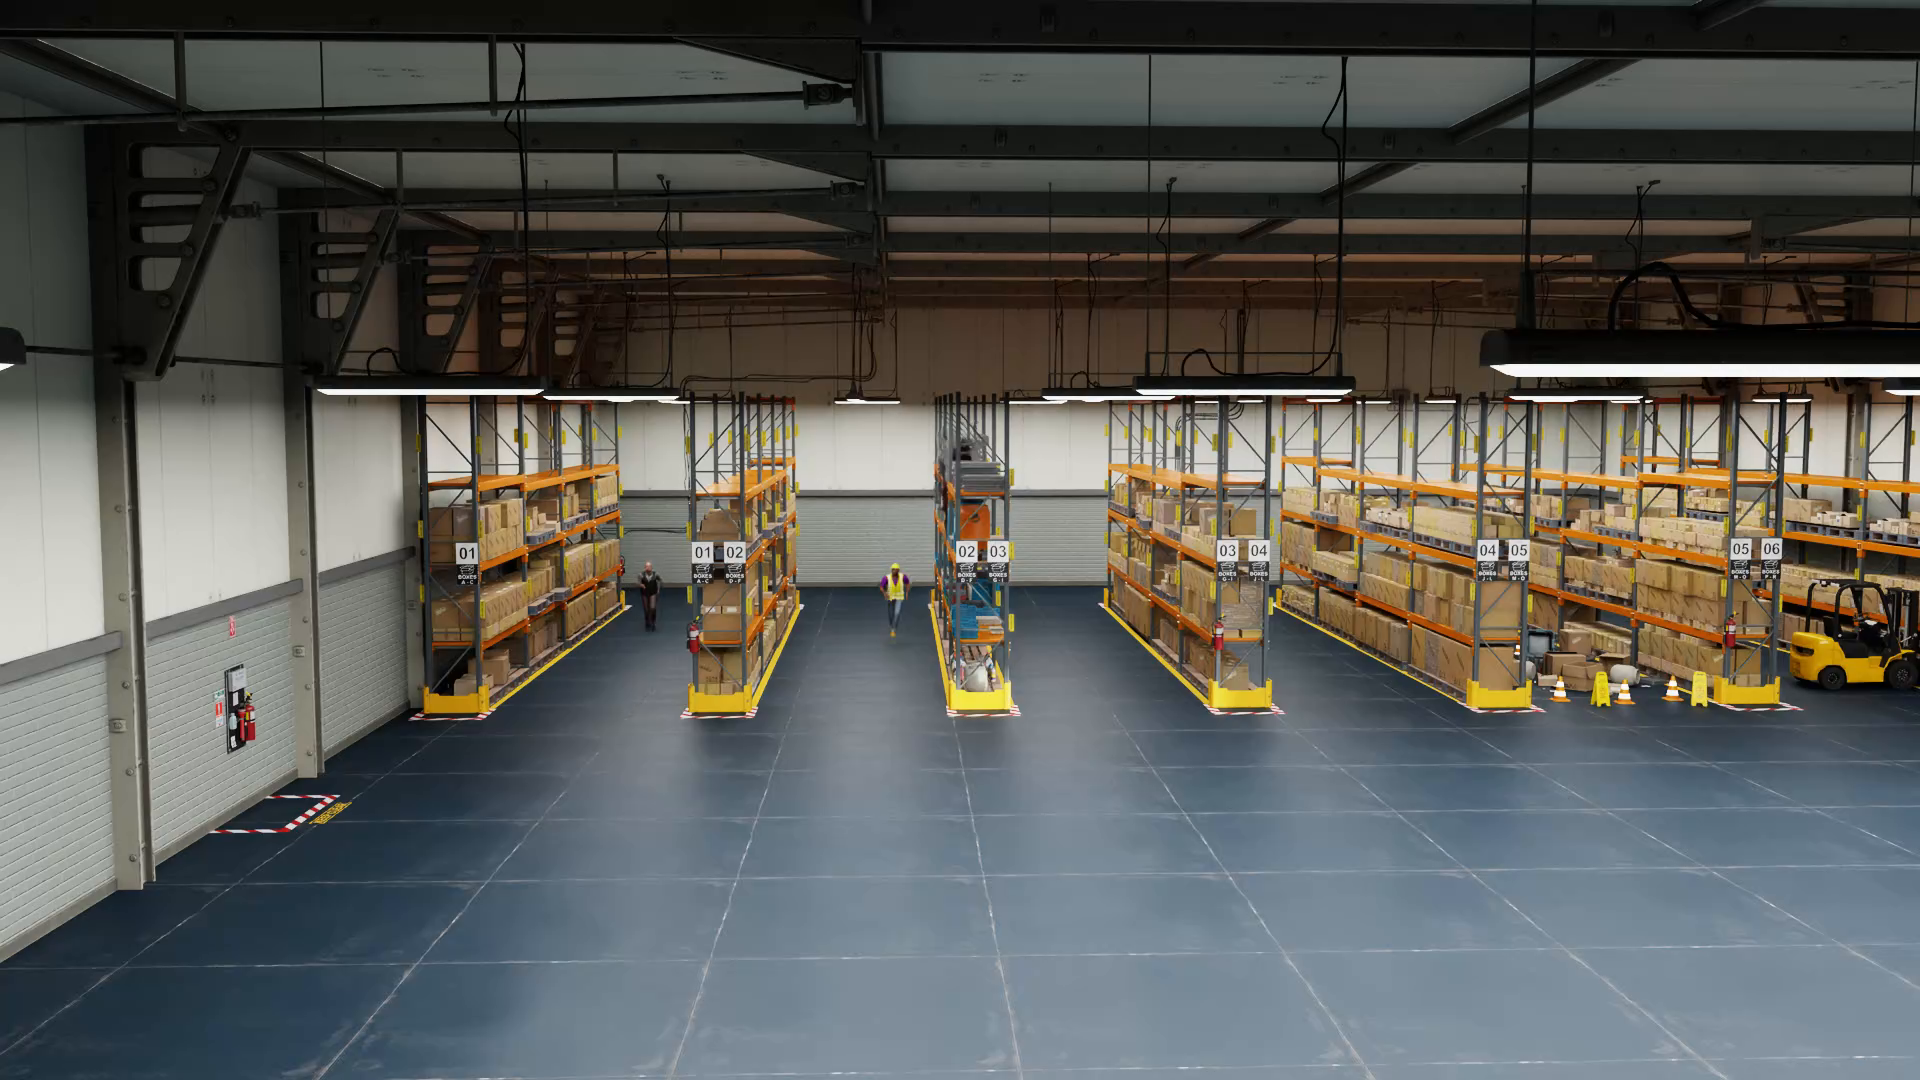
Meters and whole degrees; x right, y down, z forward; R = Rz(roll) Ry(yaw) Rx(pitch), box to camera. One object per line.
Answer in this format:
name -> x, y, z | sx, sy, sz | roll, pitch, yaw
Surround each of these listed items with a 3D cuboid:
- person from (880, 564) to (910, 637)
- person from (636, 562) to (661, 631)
person -> -1.558, 1.431, 39.711 | 0.725, 1.756, 0.896 | 0, 5, -3
person -> -7.990, 1.451, 42.682 | 0.600, 1.769, 0.831 | 0, 5, -4
